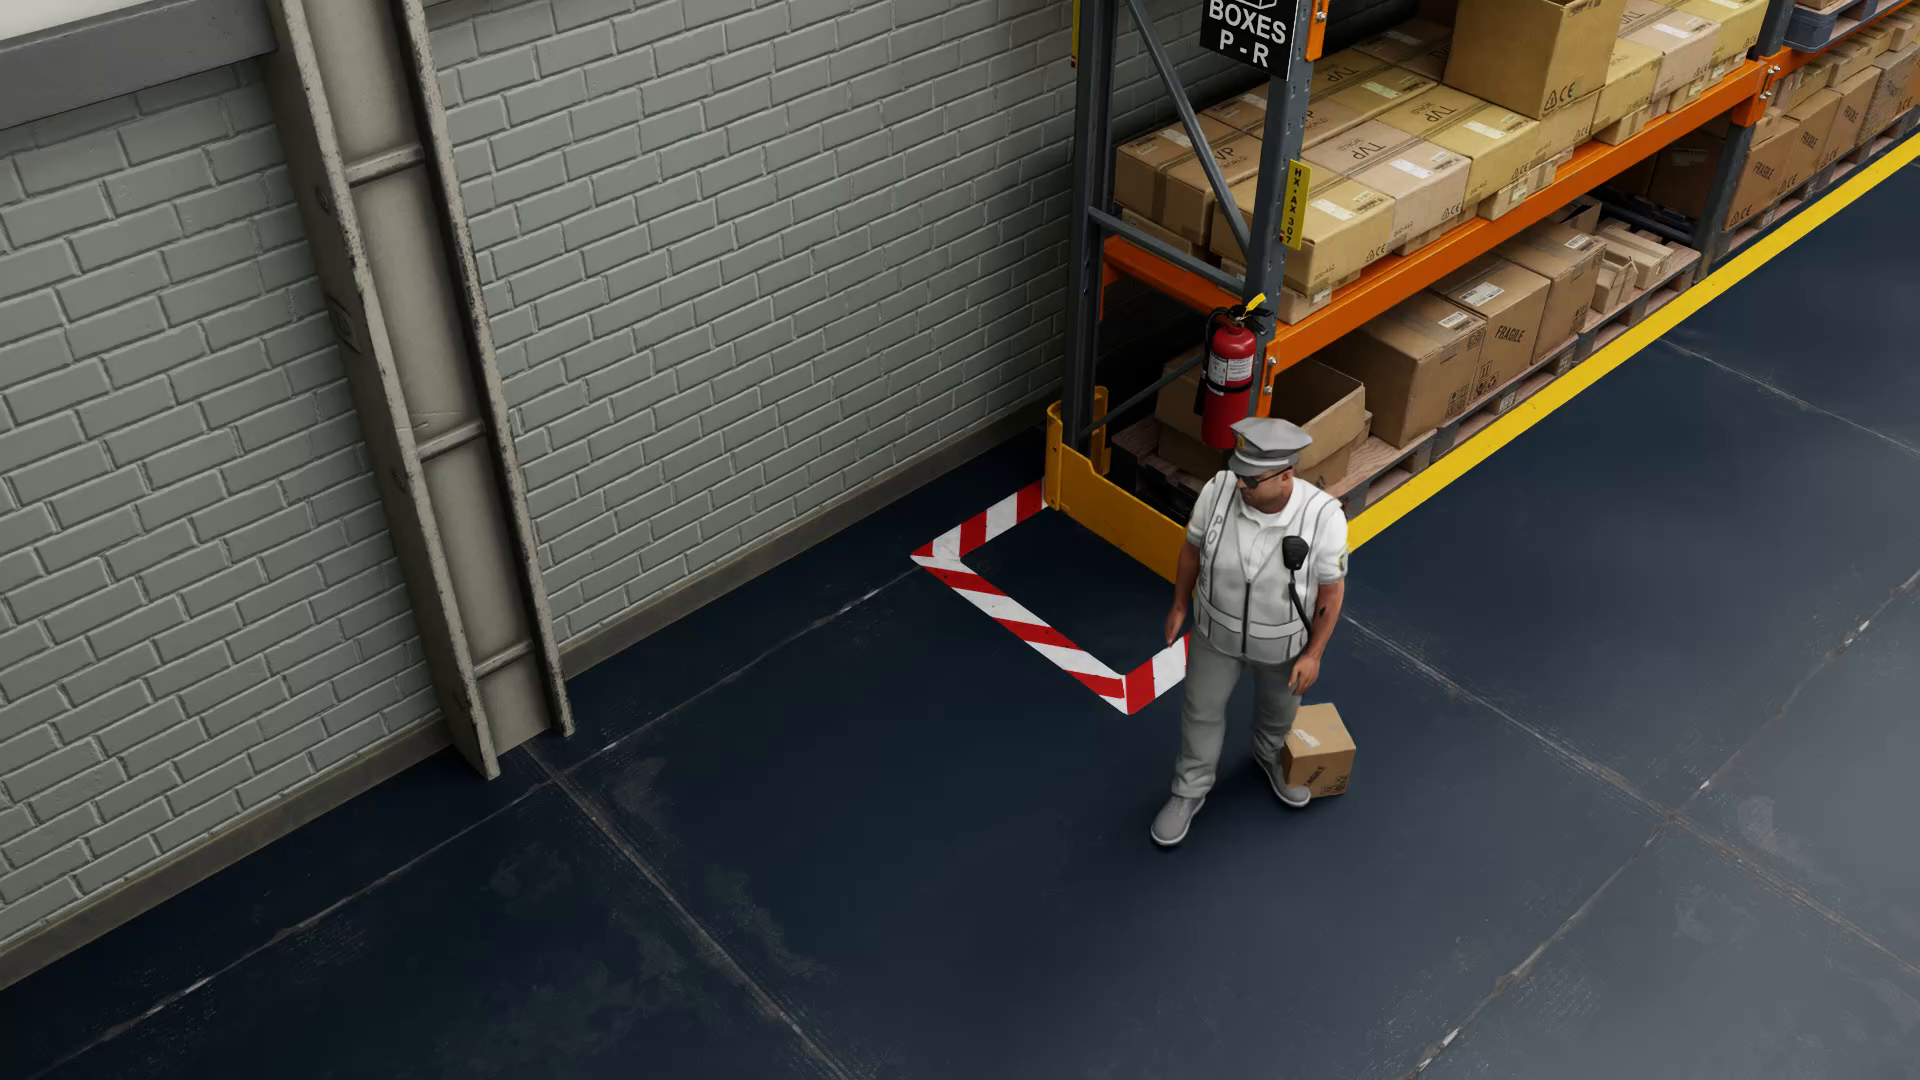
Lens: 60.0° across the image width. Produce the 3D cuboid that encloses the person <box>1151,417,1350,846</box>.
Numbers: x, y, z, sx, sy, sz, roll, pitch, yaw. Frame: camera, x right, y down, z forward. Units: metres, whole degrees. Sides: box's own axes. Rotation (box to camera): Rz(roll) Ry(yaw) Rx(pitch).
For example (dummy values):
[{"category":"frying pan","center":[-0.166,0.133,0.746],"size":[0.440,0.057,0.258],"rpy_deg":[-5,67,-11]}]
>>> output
[{"category":"person","center":[1.001,0.318,5.741],"size":[0.610,1.737,0.624],"rpy_deg":[12,41,15]}]
